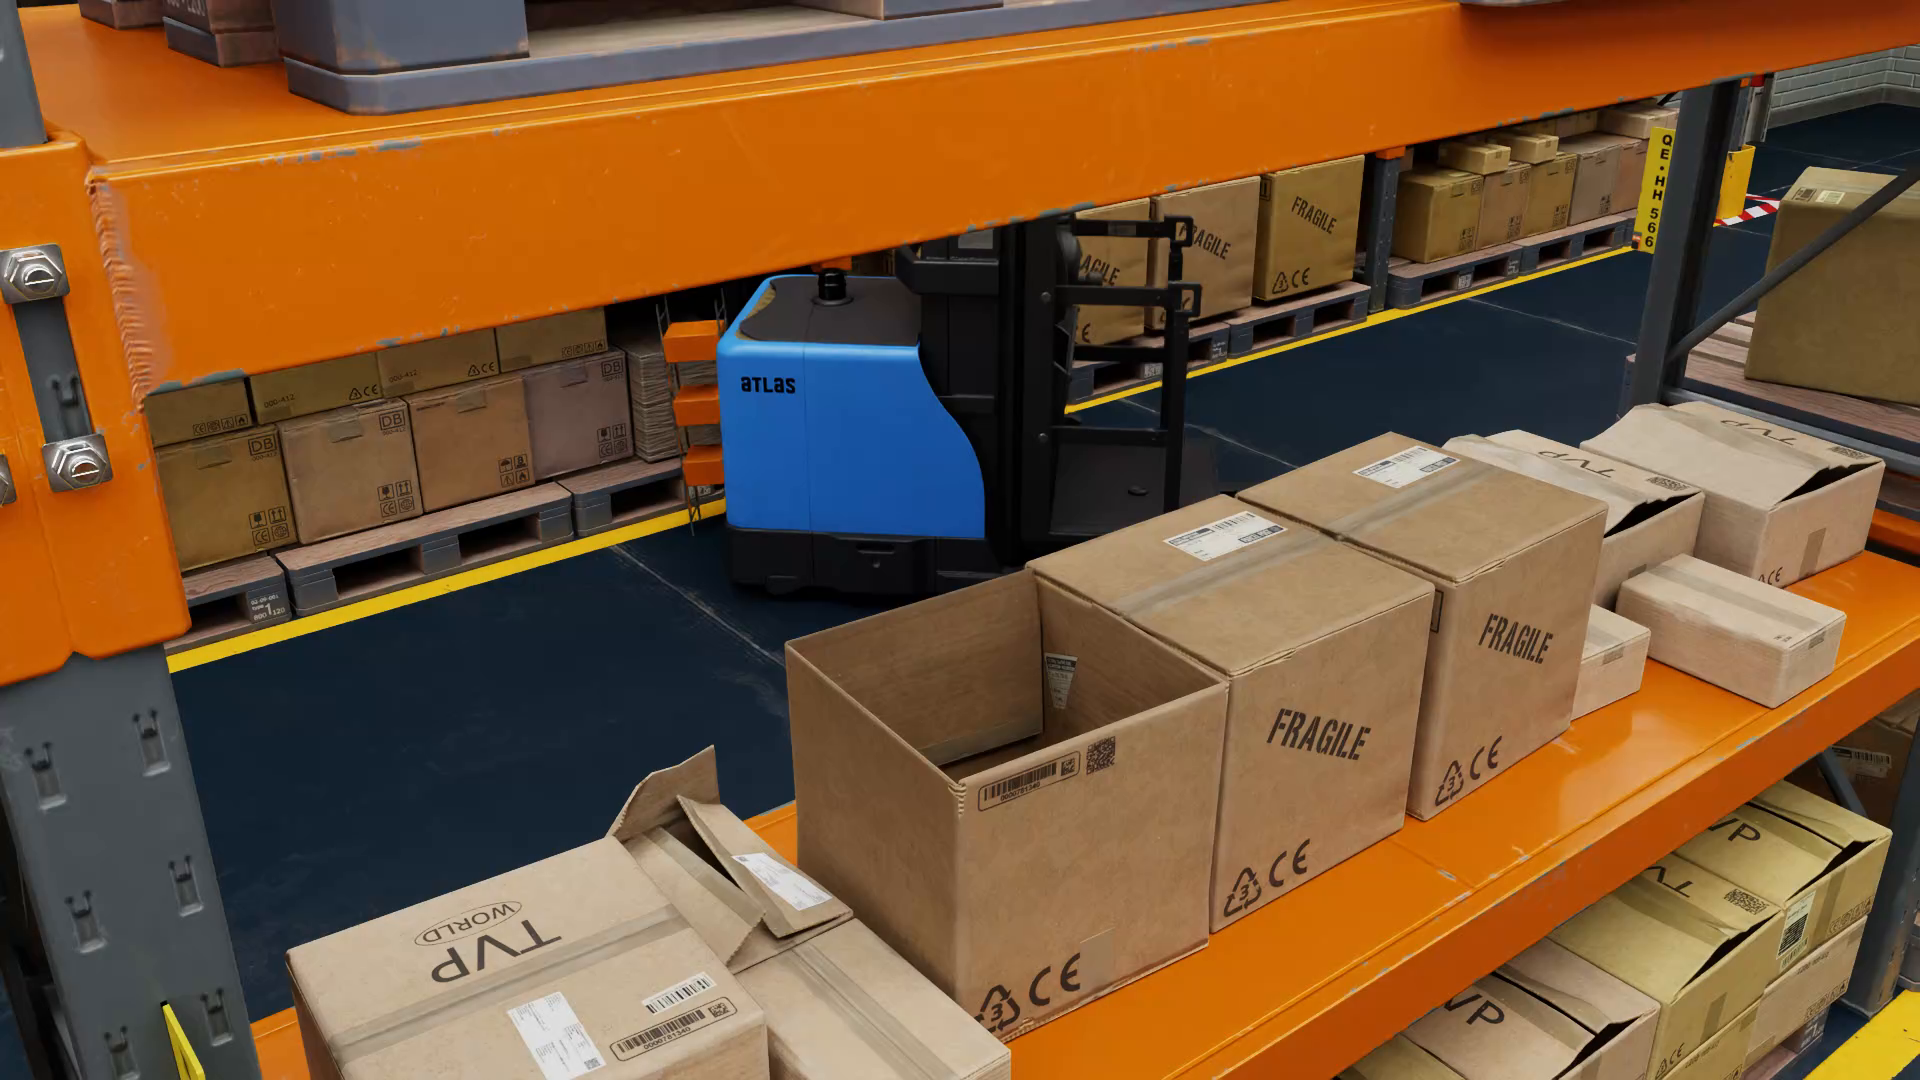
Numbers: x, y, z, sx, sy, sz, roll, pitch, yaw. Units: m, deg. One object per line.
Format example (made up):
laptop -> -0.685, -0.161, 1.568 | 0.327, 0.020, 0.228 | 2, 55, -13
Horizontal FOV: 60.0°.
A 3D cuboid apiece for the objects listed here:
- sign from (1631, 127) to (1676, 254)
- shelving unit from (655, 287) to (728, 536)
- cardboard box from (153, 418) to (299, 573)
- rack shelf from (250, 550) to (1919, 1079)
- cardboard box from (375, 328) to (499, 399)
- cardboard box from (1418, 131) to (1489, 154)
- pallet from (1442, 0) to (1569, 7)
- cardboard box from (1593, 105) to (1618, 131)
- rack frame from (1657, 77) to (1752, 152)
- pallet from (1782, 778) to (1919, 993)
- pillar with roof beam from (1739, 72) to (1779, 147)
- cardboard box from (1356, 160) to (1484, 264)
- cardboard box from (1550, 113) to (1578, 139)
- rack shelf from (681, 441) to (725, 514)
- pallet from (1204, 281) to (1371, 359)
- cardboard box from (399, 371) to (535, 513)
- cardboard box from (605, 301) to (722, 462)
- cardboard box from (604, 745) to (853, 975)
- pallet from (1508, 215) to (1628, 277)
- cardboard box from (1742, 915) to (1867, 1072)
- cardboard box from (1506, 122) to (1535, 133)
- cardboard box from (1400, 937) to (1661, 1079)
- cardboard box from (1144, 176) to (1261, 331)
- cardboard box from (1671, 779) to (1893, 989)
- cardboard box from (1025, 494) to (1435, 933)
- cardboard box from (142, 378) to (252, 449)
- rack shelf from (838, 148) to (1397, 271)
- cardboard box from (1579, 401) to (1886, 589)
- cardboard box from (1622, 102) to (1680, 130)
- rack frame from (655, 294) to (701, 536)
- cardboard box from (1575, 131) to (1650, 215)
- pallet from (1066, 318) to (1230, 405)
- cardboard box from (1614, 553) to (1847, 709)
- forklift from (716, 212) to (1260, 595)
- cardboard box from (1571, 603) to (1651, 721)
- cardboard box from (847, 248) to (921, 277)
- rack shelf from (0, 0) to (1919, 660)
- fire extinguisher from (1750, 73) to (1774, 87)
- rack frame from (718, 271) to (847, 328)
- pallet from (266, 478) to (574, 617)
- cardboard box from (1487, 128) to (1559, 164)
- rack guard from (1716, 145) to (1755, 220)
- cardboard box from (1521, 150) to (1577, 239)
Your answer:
sign -> 1.841, -0.917, 4.382 | 0.005, 0.325, 0.100 | -18, 31, -34
shelving unit -> -1.087, -0.542, 7.149 | 0.252, 1.050, 0.215 | -4, 25, 3
cardboard box -> -3.079, -0.265, 6.704 | 0.500, 0.500, 0.700 | -19, 31, -35
rack shelf -> 0.610, 0.595, 3.259 | 4.000, 0.370, 1.077 | -18, 31, -34
cardboard box -> -2.299, -0.830, 7.031 | 0.500, 0.250, 0.500 | -18, 31, -34
cardboard box -> 3.307, -2.675, 11.151 | 0.250, 0.149, 0.380 | -19, 31, -36
pallet -> 0.827, -1.028, 2.564 | 1.213, 0.211, 1.003 | -17, 30, -32
cardboard box -> 4.507, -3.072, 12.005 | 0.250, 0.149, 0.380 | -18, 30, -34
rack frame -> 5.419, -3.969, 12.238 | 0.127, 3.000, 1.000 | -18, 31, -34
pallet -> 2.795, 0.833, 5.205 | 1.213, 0.211, 1.003 | -18, 31, -34
pillar with roof beam -> 9.667, -6.252, 10.031 | 0.400, 9.000, 9.100 | -18, 31, -34
cardboard box -> 2.924, -2.147, 10.783 | 0.500, 0.500, 0.700 | -18, 30, -33
cardboard box -> 4.110, -2.940, 11.723 | 0.250, 0.149, 0.380 | -18, 30, -33
rack shelf -> -1.064, -0.281, 7.270 | 0.240, 0.259, 0.215 | -4, 25, 3
pallet -> 1.711, -1.440, 10.101 | 1.213, 0.211, 1.003 | -18, 31, -34
cardboard box -> -2.261, -0.518, 7.250 | 0.500, 0.500, 0.700 | -18, 31, -34
cardboard box -> -1.410, -0.752, 7.754 | 0.500, 0.500, 0.700 | -18, 30, -33
cardboard box -> -0.385, 0.560, 2.640 | 0.258, 0.266, 0.396 | -19, 31, -35
pallet -> 3.879, -2.155, 11.643 | 1.213, 0.211, 1.003 | -18, 31, -34
cardboard box -> 1.920, 1.024, 4.249 | 0.500, 0.250, 0.500 | -17, 30, -33
cardboard box -> 3.709, -2.808, 11.437 | 0.250, 0.149, 0.380 | -19, 31, -35
cardboard box -> 1.120, 1.037, 3.554 | 0.500, 0.311, 0.500 | -18, 31, -34
cardboard box -> 1.143, -1.701, 9.408 | 0.750, 0.750, 0.750 | -17, 30, -33
cardboard box -> 1.924, 0.769, 4.130 | 0.500, 0.311, 0.500 | -17, 30, -33
cardboard box -> 0.459, 0.282, 2.960 | 0.500, 0.500, 0.500 | -18, 30, -34
cardboard box -> -3.110, -0.570, 6.470 | 0.500, 0.250, 0.500 | -19, 31, -35
rack shelf -> 0.698, -2.084, 9.032 | 4.000, 0.370, 1.077 | -18, 31, -34
cardboard box -> 1.871, -0.130, 4.073 | 0.500, 0.311, 0.500 | -16, 29, -31
cardboard box -> 4.942, -3.011, 11.875 | 0.250, 0.149, 0.380 | -19, 31, -35
rack frame -> -1.208, -0.533, 7.155 | 0.008, 1.050, 0.200 | -4, 25, 3
cardboard box -> 4.537, -2.681, 11.933 | 0.500, 0.500, 0.700 | -18, 31, -34
pallet -> 0.750, -1.121, 9.414 | 1.213, 0.211, 1.003 | -18, 31, -34
cardboard box -> 1.647, 0.188, 3.579 | 0.250, 0.149, 0.380 | -18, 31, -34
forklift -> 0.598, -1.248, 6.458 | 3.031, 2.935, 1.130 | 2, 25, 5
cardboard box -> 1.215, 0.213, 3.526 | 0.250, 0.149, 0.380 | -16, 29, -30
cardboard box -> -0.216, -1.254, 8.443 | 0.750, 0.750, 0.750 | -19, 31, -35
rack shelf -> 0.610, -0.765, 2.627 | 4.000, 0.370, 1.077 | -18, 31, -34
fire extinguisher -> 5.823, -3.651, 12.088 | 0.183, 0.674, 0.296 | -18, 31, -34
rack frame -> -0.876, -1.891, 7.761 | 0.127, 3.000, 1.000 | -18, 31, -34
pallet -> -2.451, -0.108, 7.232 | 1.213, 0.211, 1.003 | -18, 31, -34
cardboard box -> 3.716, -2.605, 11.000 | 0.250, 0.149, 0.380 | -19, 31, -35
rack guard -> 5.438, -2.841, 12.778 | 0.348, 0.500, 1.175 | -18, 31, -34
cardboard box -> 3.726, -2.409, 11.347 | 0.500, 0.500, 0.700 | -17, 30, -33
